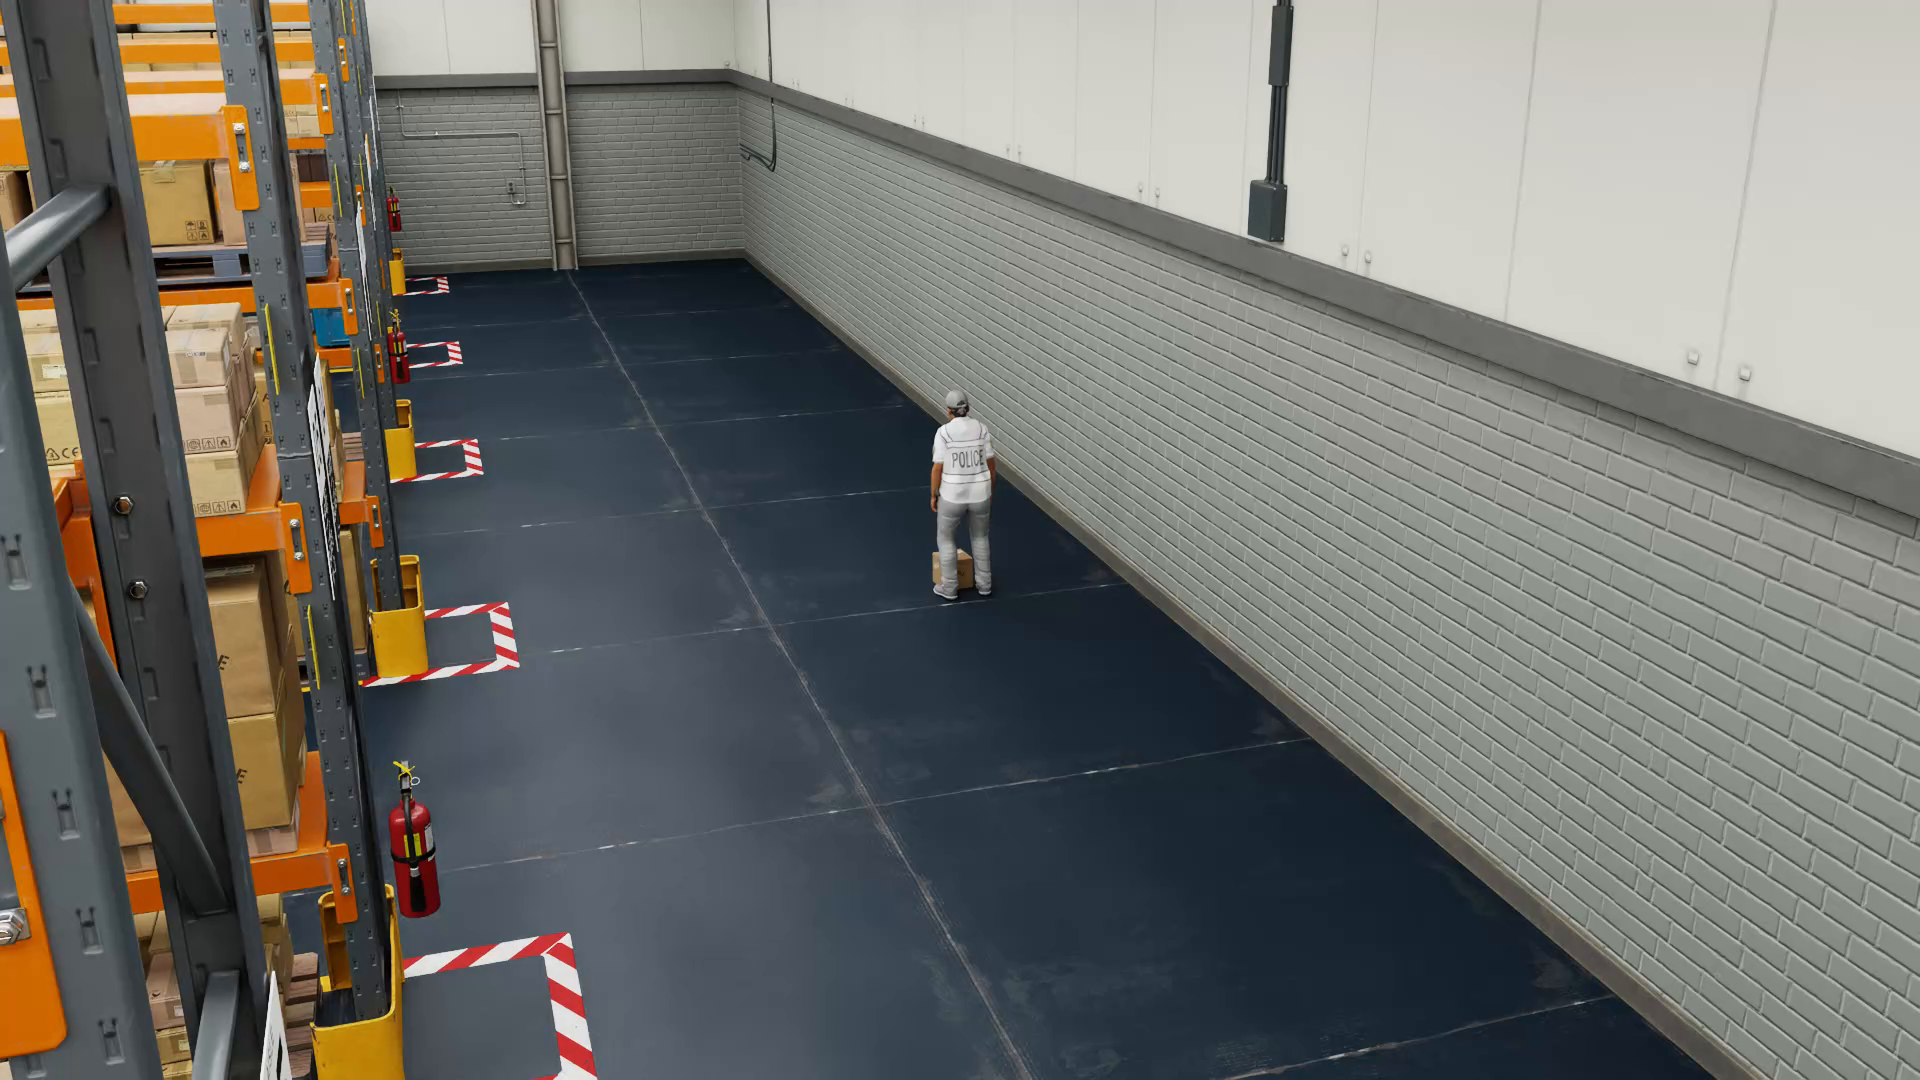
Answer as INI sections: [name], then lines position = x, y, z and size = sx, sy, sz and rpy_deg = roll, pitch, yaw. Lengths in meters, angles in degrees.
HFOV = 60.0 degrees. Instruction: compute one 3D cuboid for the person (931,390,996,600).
[person]
position = 0.020, -0.356, 13.071
size = 0.537, 1.665, 0.470
rpy_deg = -6, 20, -17
